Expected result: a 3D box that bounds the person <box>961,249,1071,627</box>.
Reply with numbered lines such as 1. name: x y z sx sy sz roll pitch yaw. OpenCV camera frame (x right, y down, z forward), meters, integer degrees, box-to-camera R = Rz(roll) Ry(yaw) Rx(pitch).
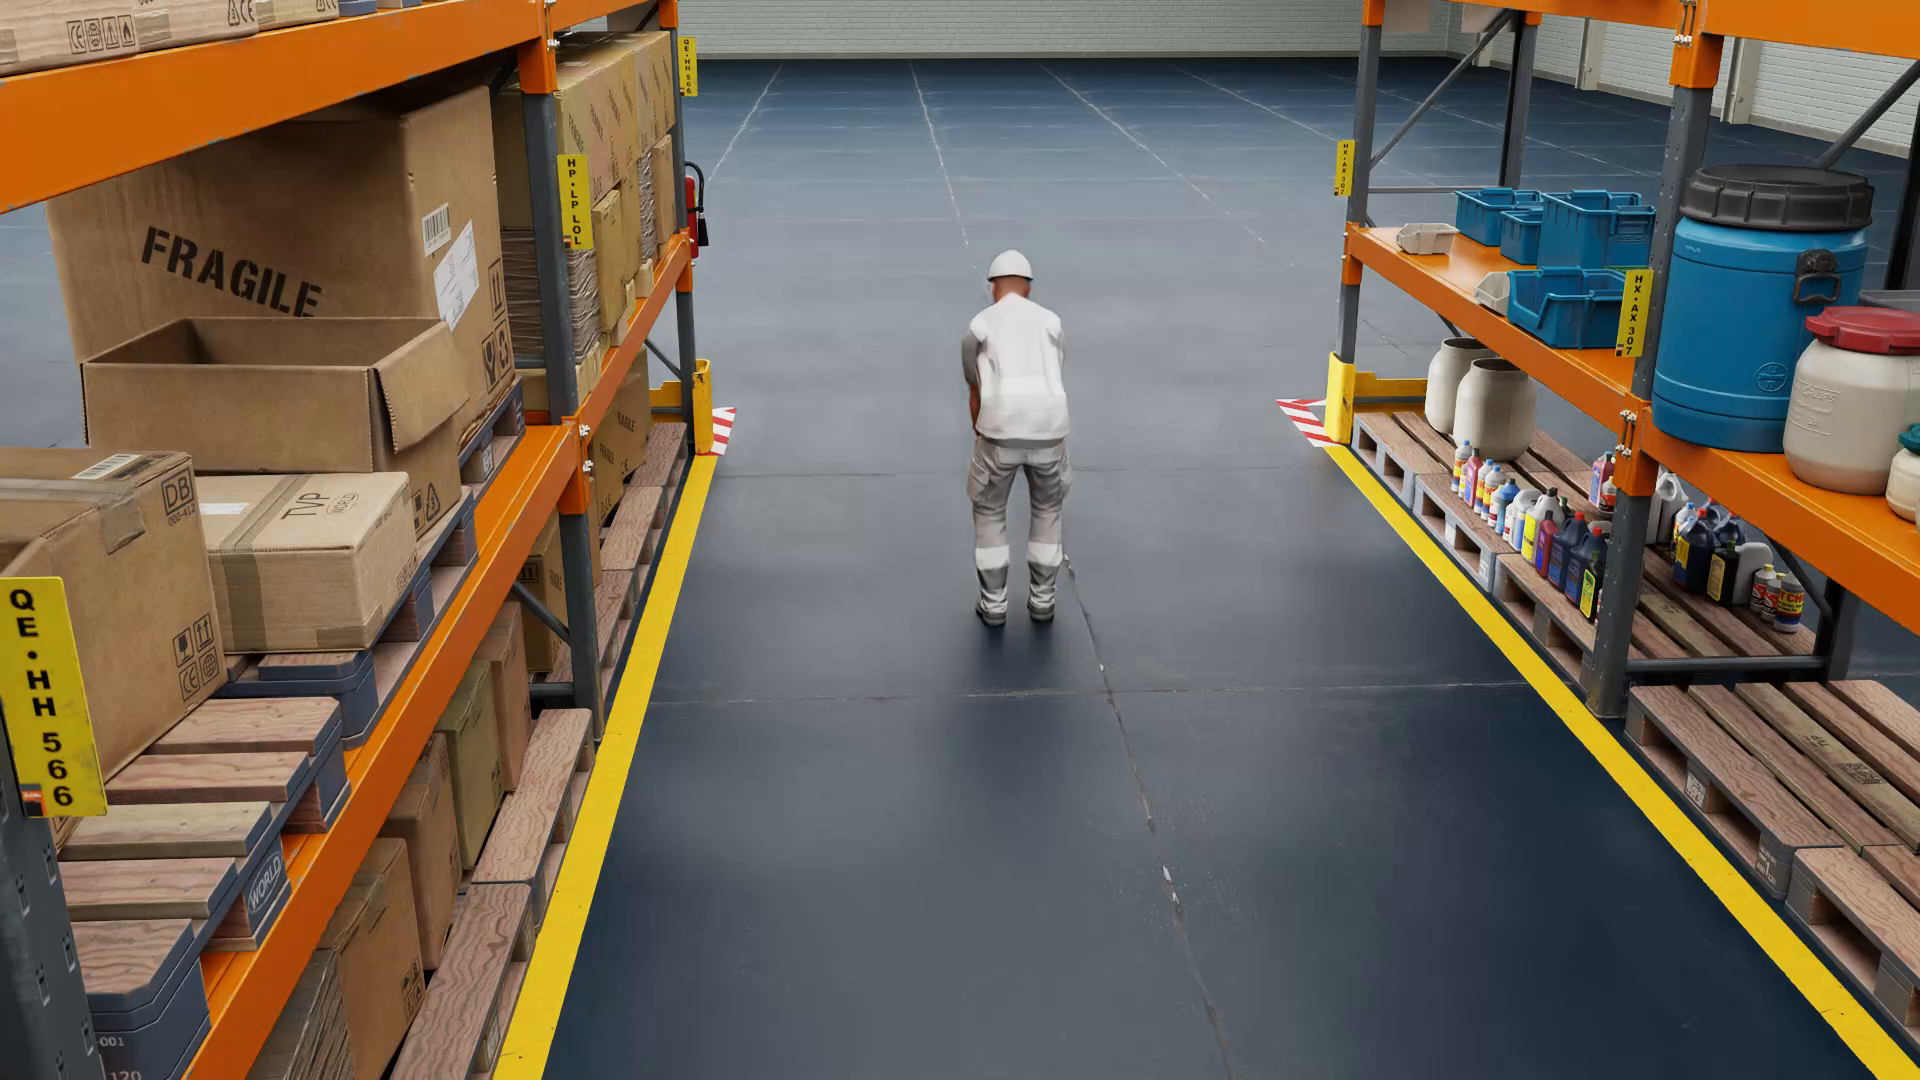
1. person: 0.251 -0.465 7.533 0.486 1.628 0.739 -2 20 -4
